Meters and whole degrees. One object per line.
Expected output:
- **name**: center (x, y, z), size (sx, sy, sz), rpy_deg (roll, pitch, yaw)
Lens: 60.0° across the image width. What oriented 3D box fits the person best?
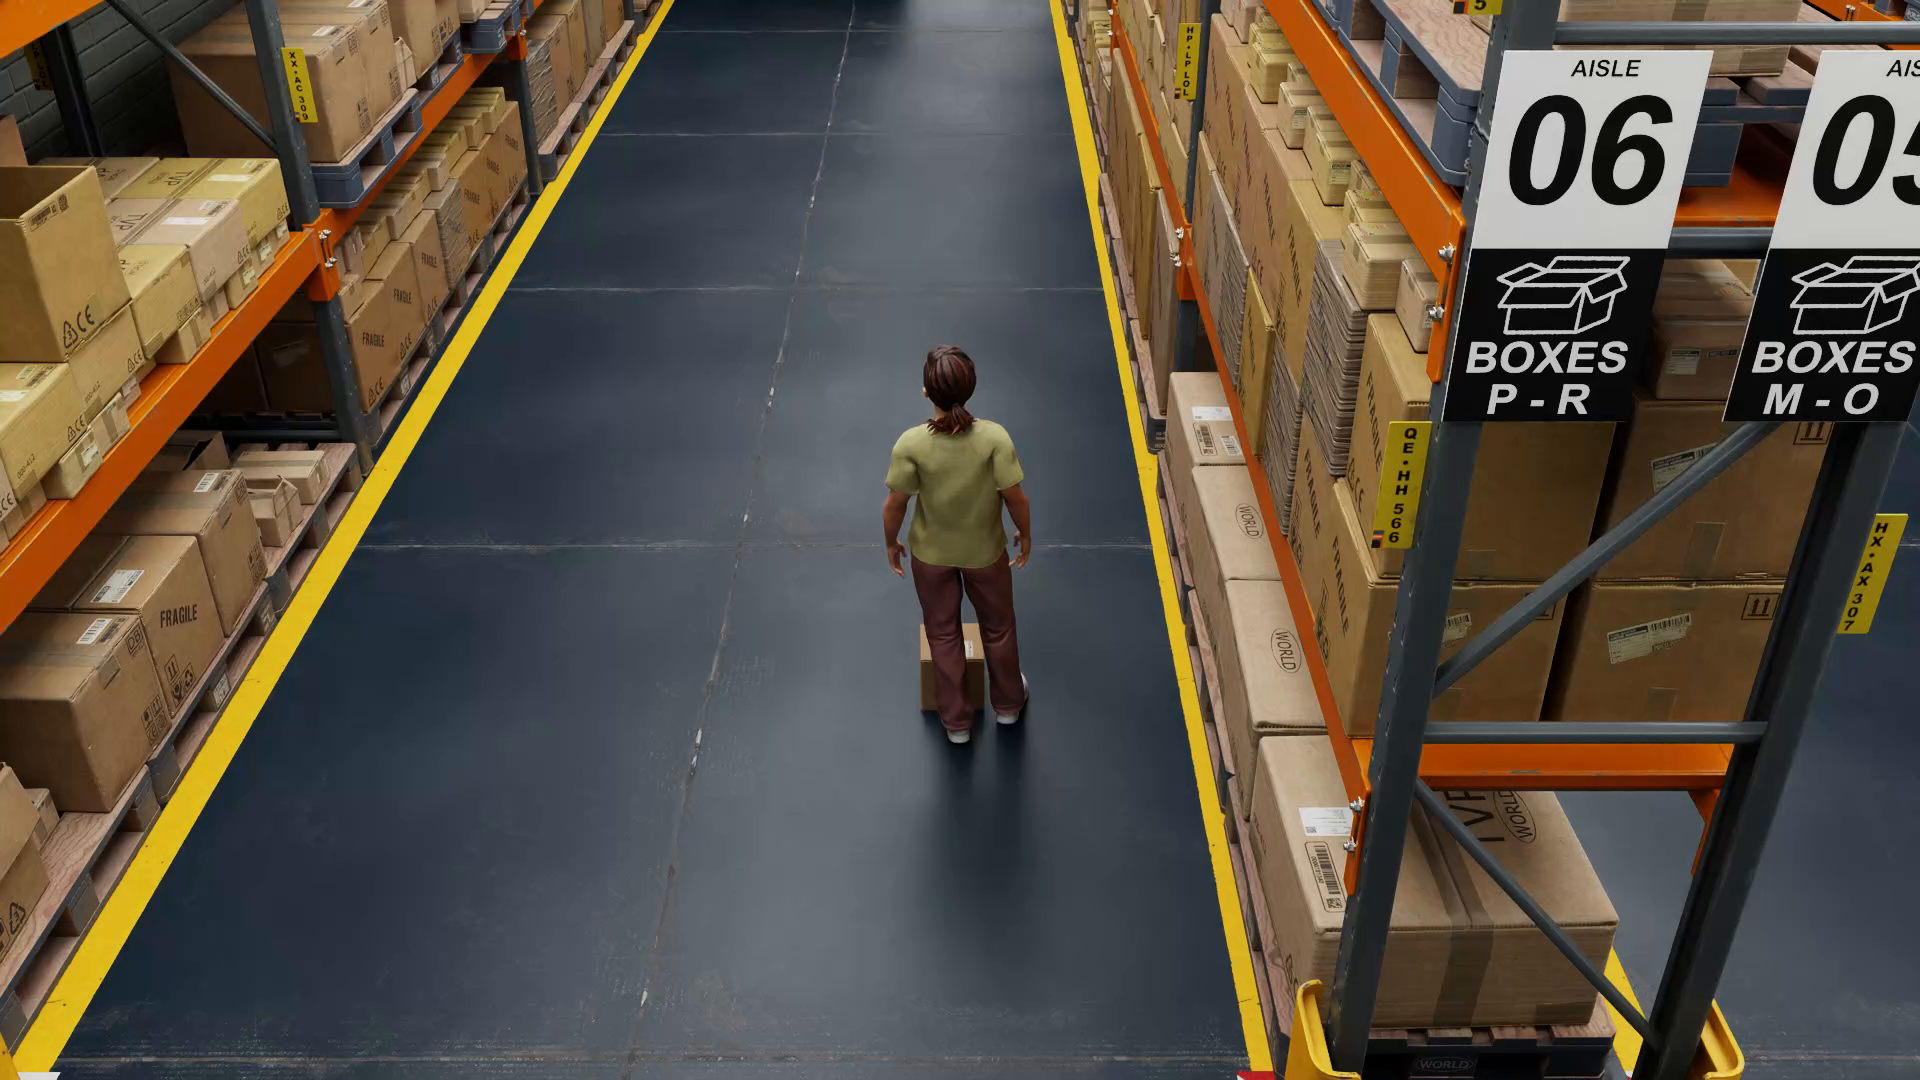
- **person**: center (0.001, 0.008, 6.105), size (0.553, 1.675, 0.549), rpy_deg (0, 32, 0)
